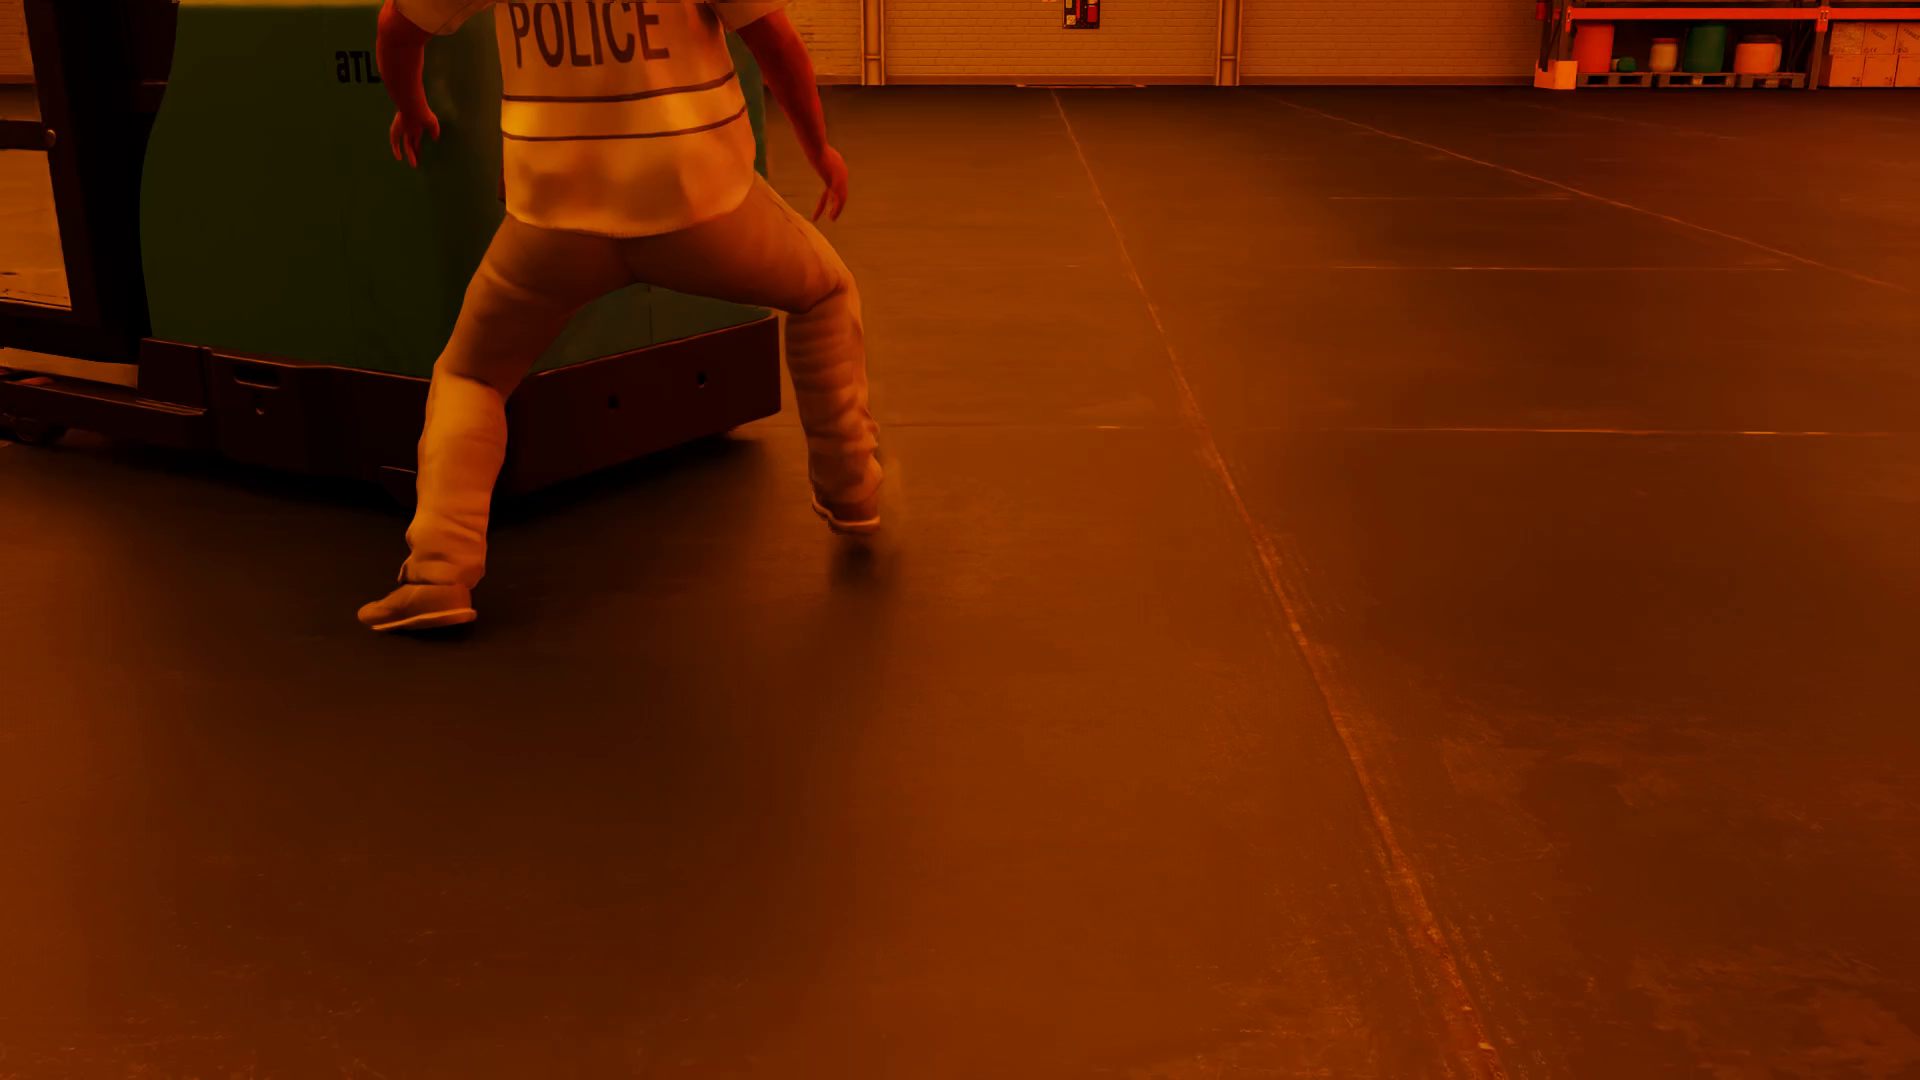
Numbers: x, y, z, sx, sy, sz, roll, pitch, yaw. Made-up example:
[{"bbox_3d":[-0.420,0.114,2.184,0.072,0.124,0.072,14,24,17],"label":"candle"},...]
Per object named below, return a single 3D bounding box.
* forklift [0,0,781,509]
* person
[{"bbox_3d":[-1.980,-1.765,4.112,3.031,2.935,1.130,10,20,29],"label":"forklift"},{"bbox_3d":[-0.624,-0.637,2.957,0.928,1.541,0.779,1,17,3],"label":"person"}]
